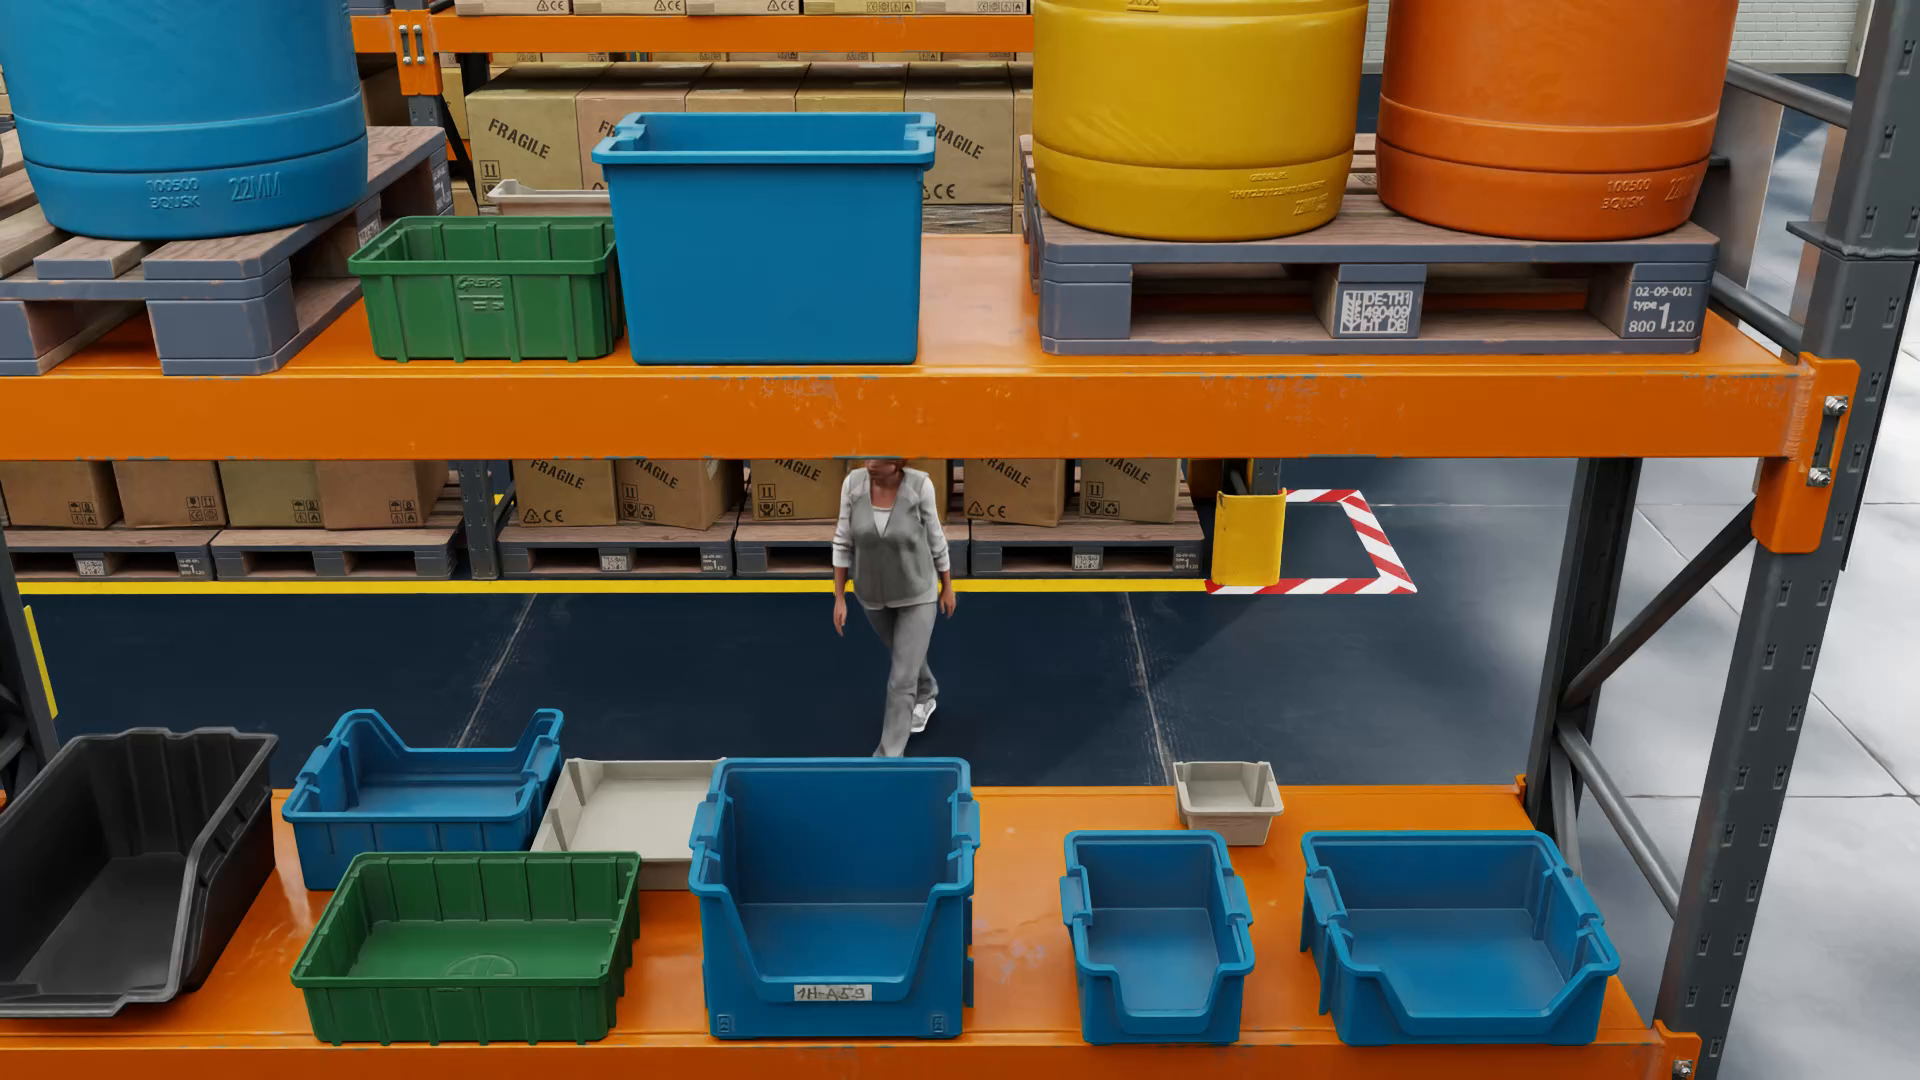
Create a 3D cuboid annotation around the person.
[{"bbox_3d":[-0.285,0.224,6.613,0.443,1.530,0.950,9,26,18],"label":"person"}]
